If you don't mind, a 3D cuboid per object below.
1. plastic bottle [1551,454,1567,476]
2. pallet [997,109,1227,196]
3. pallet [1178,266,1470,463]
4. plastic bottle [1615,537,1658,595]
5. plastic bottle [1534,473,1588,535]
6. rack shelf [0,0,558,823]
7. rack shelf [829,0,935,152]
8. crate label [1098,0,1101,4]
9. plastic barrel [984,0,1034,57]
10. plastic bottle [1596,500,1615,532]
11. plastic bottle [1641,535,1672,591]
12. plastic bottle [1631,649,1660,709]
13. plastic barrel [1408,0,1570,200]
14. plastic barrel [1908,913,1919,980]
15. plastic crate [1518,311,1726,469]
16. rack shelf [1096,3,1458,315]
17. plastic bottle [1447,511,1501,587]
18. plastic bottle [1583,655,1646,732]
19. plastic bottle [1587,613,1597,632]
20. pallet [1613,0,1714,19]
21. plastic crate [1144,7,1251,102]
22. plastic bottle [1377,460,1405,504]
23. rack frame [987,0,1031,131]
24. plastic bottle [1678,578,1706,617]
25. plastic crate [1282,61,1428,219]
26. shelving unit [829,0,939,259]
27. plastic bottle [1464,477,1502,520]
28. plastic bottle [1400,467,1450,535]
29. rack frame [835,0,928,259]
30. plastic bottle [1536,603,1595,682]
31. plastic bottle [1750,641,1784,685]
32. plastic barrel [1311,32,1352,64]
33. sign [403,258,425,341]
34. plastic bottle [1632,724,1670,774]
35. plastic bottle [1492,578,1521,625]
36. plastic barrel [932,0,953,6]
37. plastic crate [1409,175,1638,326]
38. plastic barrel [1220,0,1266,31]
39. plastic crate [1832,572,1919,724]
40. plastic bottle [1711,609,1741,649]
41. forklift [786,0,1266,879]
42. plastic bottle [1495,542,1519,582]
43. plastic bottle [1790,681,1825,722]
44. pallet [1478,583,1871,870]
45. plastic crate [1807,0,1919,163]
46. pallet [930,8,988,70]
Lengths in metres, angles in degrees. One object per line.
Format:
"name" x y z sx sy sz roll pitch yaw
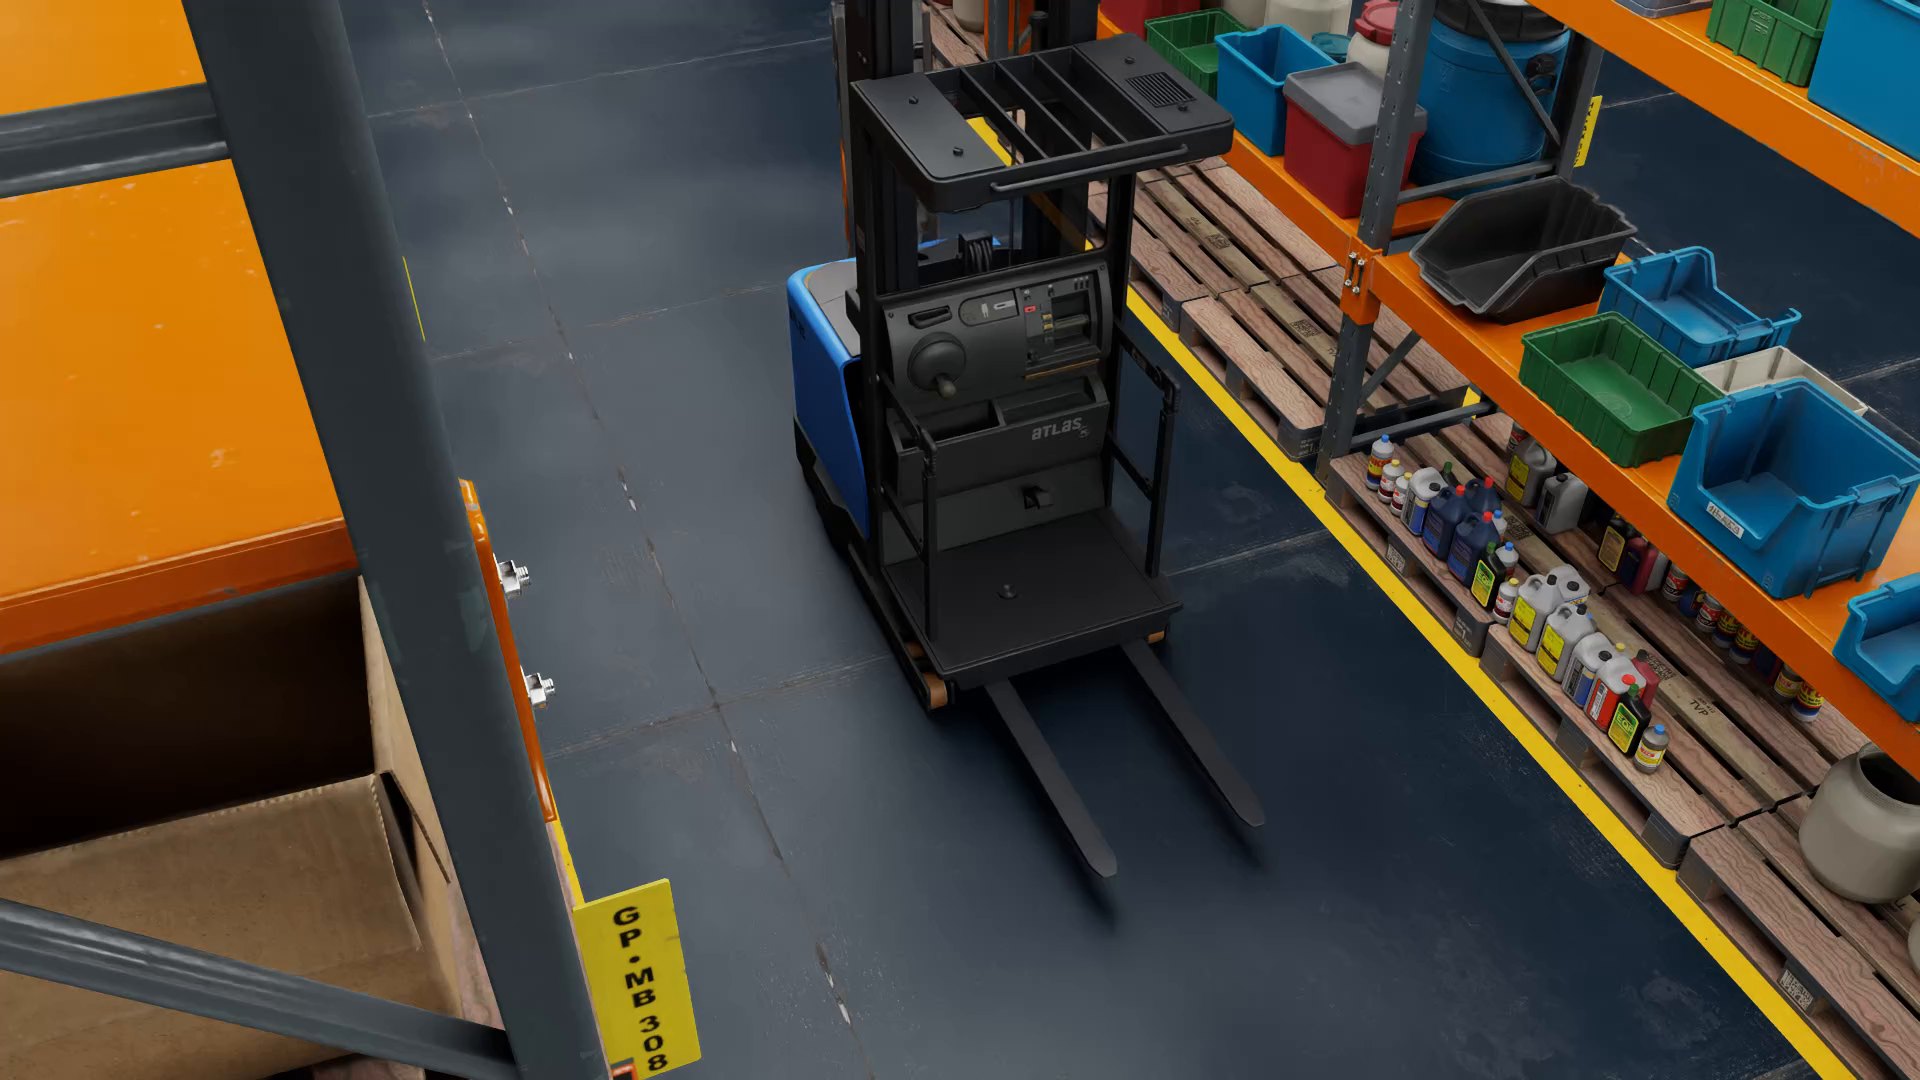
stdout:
"plastic bottle" 2.703 -0.376 7.500 0.144 0.351 0.185 -16 43 -18
"pallet" 0.921 -2.406 10.304 1.003 0.211 1.213 -15 43 -17
"pallet" 1.854 -0.936 8.595 1.003 0.211 1.213 -15 43 -17
"plastic bottle" 2.861 0.085 7.015 0.061 0.283 0.133 -15 43 -17
"plastic bottle" 2.649 -0.180 7.329 0.152 0.276 0.135 -15 43 -17
"rack shelf" -1.622 -0.942 2.720 1.077 0.370 4.000 -15 43 -17
"rack shelf" -0.347 -2.097 7.435 0.431 0.518 0.480 -5 40 -4
"crate label" 0.790 -3.287 9.163 0.502 0.435 0.616 -15 43 -17
"plastic barrel" 0.457 -3.566 10.857 0.600 0.830 0.708 -15 43 -17
"plastic bottle" 2.878 -0.147 7.285 0.061 0.283 0.133 -12 42 -14
"plastic bottle" 2.959 0.061 7.048 0.152 0.276 0.135 -14 43 -16
"plastic bottle" 2.640 0.560 6.462 0.061 0.283 0.133 -15 43 -17
"plastic barrel" 2.323 -2.028 7.342 0.600 0.901 0.708 -15 43 -17
"plastic barrel" 3.399 1.287 5.458 0.421 0.512 0.421 0 41 0
"plastic crate" 2.449 -0.561 6.183 0.450 0.188 0.662 -15 43 -17
"rack shelf" 1.425 -2.462 8.783 1.077 0.370 4.000 -15 43 -17
"plastic bottle" 2.188 0.011 7.049 0.144 0.351 0.185 -17 43 -19
"plastic bottle" 2.542 0.590 6.433 0.152 0.276 0.135 -15 43 -17
"plastic bottle" 2.517 0.380 6.735 0.097 0.201 0.097 0 41 0
"pallet" 2.557 -2.185 5.753 1.213 0.211 1.003 -15 43 -17
"plastic crate" 1.263 -2.428 8.354 0.450 0.188 0.662 -15 43 -17
"plastic bottle" 1.946 -0.273 7.494 0.097 0.201 0.097 0 41 0
"rack frame" 0.660 -3.939 9.949 1.000 3.000 0.127 -15 43 -17
"plastic bottle" 3.068 0.189 6.904 0.097 0.271 0.097 0 41 0
"plastic crate" 1.723 -1.769 7.376 0.402 0.464 0.583 -15 43 -17
"shelving unit" -0.337 -1.572 7.877 0.431 2.100 0.503 -5 40 -4
"plastic bottle" 2.249 -0.138 7.223 0.144 0.351 0.185 -15 43 -17
"plastic bottle" 2.057 -0.175 7.323 0.152 0.276 0.135 -14 43 -15
"rack frame" -0.364 -1.728 8.063 0.400 2.100 0.015 -5 40 -4
"plastic bottle" 2.422 0.379 6.621 0.144 0.351 0.185 -13 42 -15
"plastic bottle" 3.246 0.432 6.611 0.061 0.283 0.133 -14 43 -16
"plastic barrel" 1.826 -2.313 8.164 0.301 0.262 0.301 0 41 0
"sign" -1.875 -0.794 5.567 0.100 0.325 0.005 -15 43 -17
"plastic bottle" 2.613 0.777 6.273 0.097 0.201 0.097 0 41 0
"plastic bottle" 2.275 0.244 6.893 0.097 0.201 0.097 0 41 0
"plastic barrel" 0.025 -4.155 11.727 0.600 0.588 0.708 -15 43 -17
"plastic crate" 2.273 -1.159 6.764 0.767 0.338 0.504 -15 43 -17
"plastic barrel" 1.581 -2.915 8.653 0.433 0.535 0.433 0 41 0
"plastic crate" 3.010 0.317 5.114 0.499 0.251 0.408 -15 43 -17
"plastic bottle" 3.146 0.311 6.762 0.097 0.271 0.097 0 41 0
"forklift" 0.241 -0.732 6.272 1.130 2.935 3.031 -15 43 -17
"plastic bottle" 2.279 0.121 6.983 0.097 0.271 0.097 0 41 0
"plastic bottle" 3.315 0.578 6.451 0.097 0.271 0.097 0 41 0
"pallet" 2.880 0.679 6.718 1.003 0.211 1.213 -15 43 -17
"plastic crate" 2.713 -1.325 4.621 0.392 0.384 0.575 -15 43 -17
"pallet" 0.320 -3.347 11.398 1.003 0.211 1.213 -15 43 -17
